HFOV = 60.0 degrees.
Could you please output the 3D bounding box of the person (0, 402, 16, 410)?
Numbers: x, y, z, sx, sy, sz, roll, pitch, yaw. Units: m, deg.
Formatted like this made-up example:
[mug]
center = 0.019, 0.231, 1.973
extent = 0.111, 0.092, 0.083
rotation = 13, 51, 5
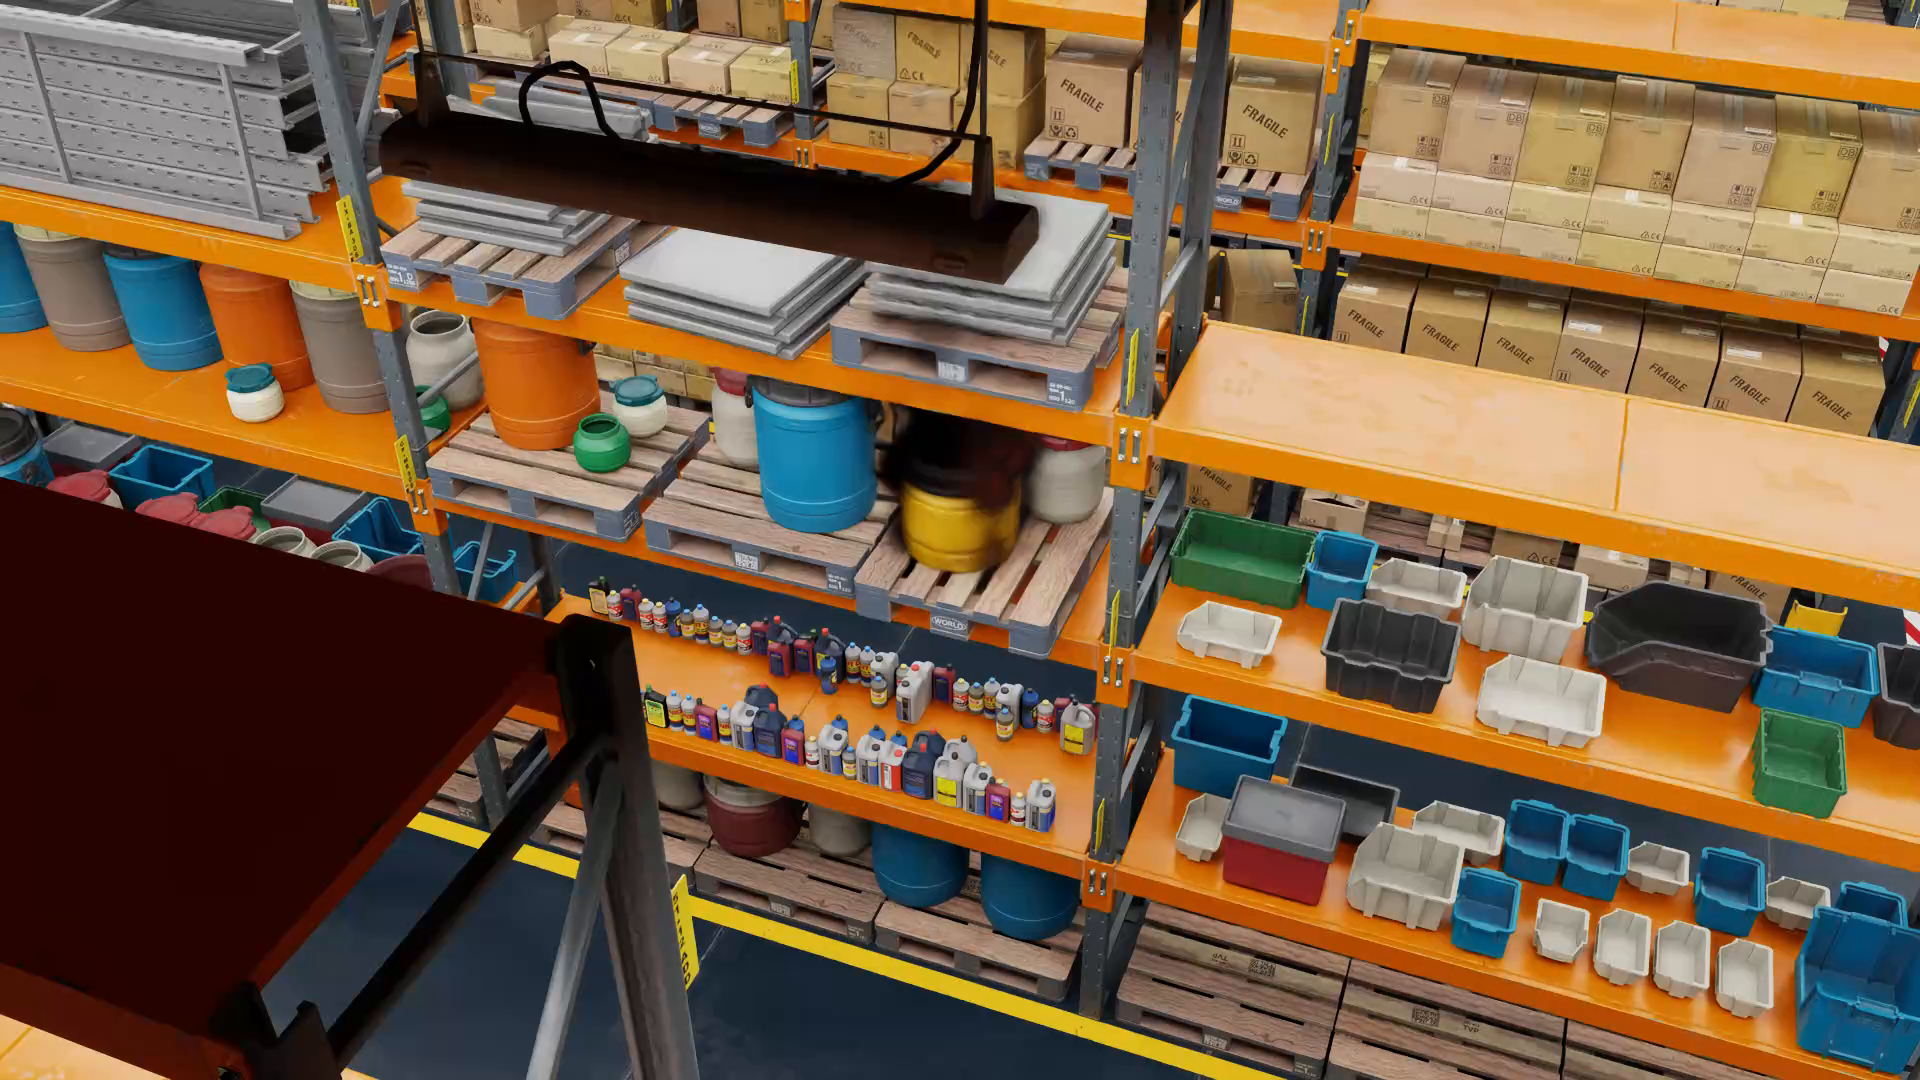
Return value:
[person]
center = -8.399, -1.405, 13.983
extent = 0.647, 1.601, 0.618
rotation = 3, 37, 5
